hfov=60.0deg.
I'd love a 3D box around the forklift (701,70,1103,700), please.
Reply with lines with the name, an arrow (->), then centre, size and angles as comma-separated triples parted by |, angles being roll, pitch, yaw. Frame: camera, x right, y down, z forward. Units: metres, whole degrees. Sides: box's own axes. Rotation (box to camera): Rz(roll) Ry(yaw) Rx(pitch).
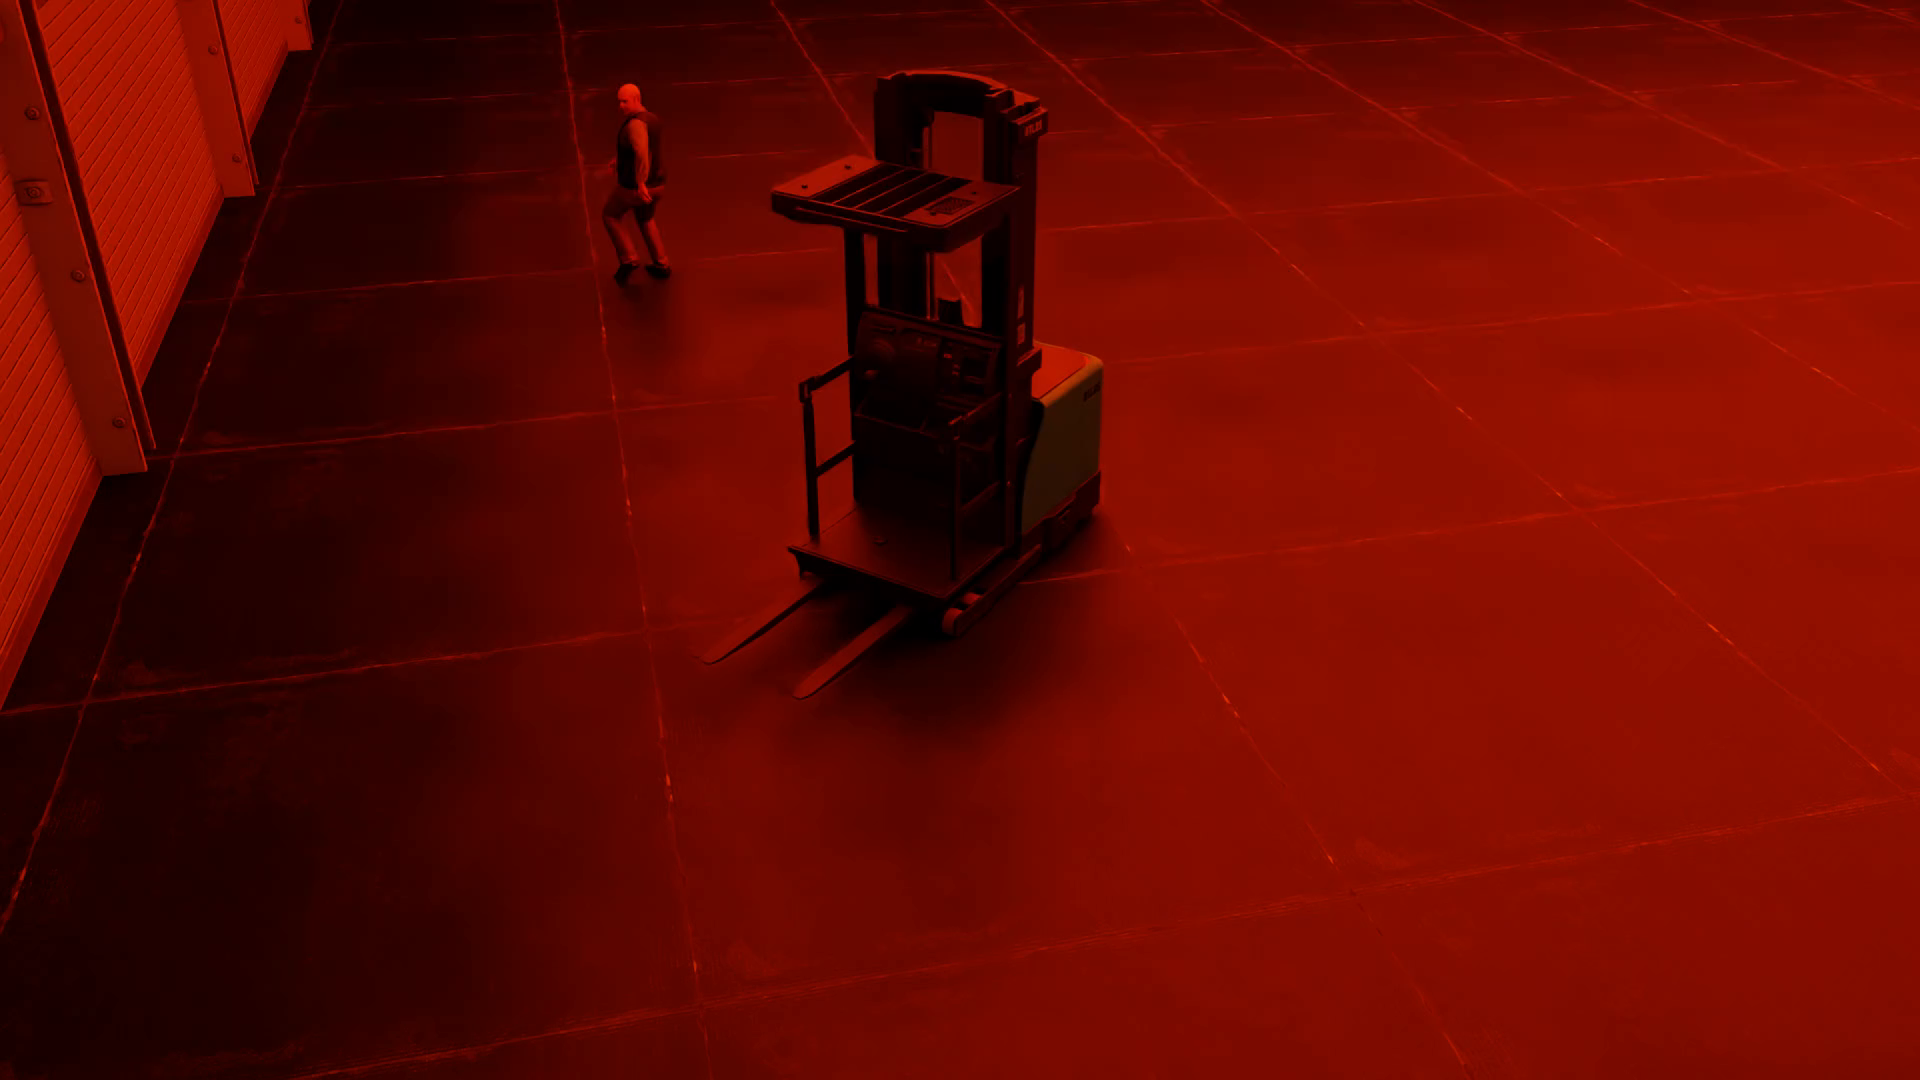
forklift -> -0.304, -0.979, 9.266 | 1.130, 2.935, 3.031 | 17, 34, 27

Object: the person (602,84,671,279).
person -> -2.713, -2.997, 14.070 | 0.742, 1.699, 0.659 | 17, 34, 26
